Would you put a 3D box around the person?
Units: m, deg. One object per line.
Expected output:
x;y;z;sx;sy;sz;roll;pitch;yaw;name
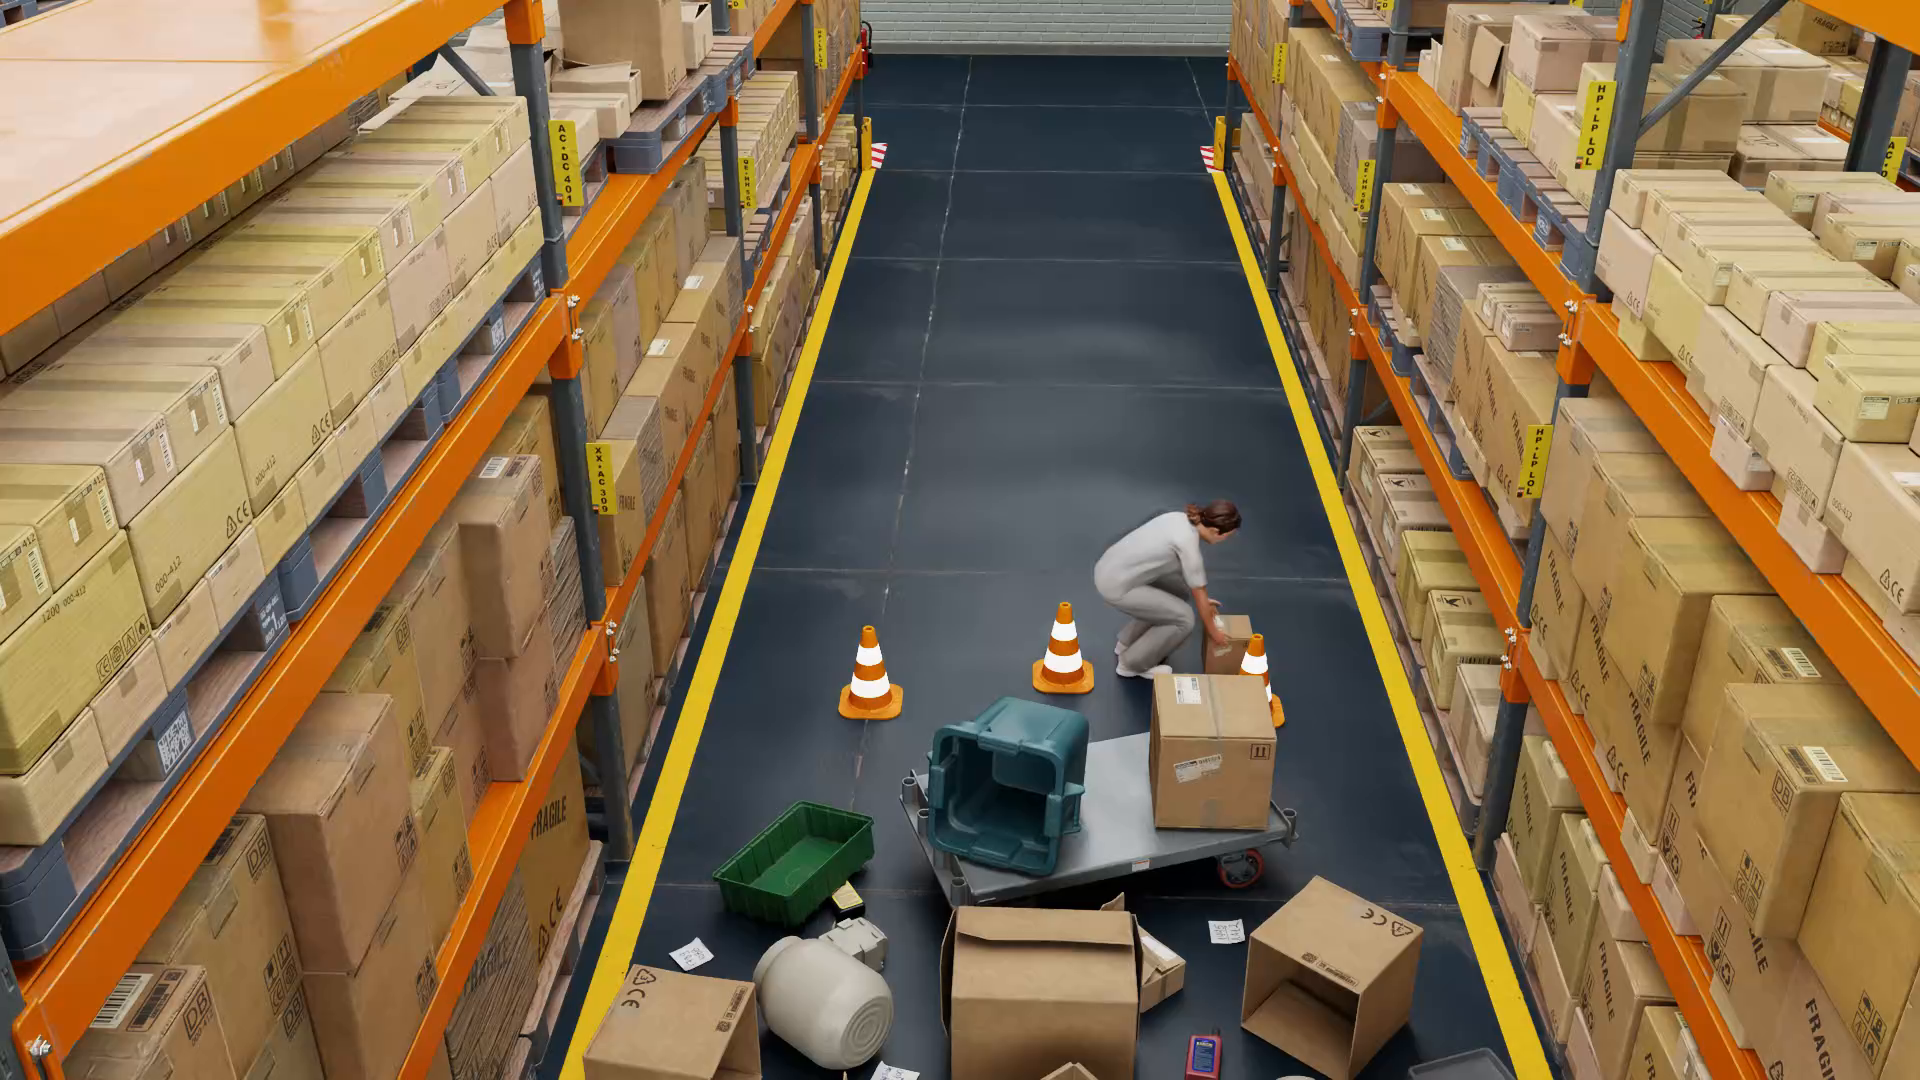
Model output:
1.122;0.242;9.116;0.782;0.998;0.488;1;28;2;person
